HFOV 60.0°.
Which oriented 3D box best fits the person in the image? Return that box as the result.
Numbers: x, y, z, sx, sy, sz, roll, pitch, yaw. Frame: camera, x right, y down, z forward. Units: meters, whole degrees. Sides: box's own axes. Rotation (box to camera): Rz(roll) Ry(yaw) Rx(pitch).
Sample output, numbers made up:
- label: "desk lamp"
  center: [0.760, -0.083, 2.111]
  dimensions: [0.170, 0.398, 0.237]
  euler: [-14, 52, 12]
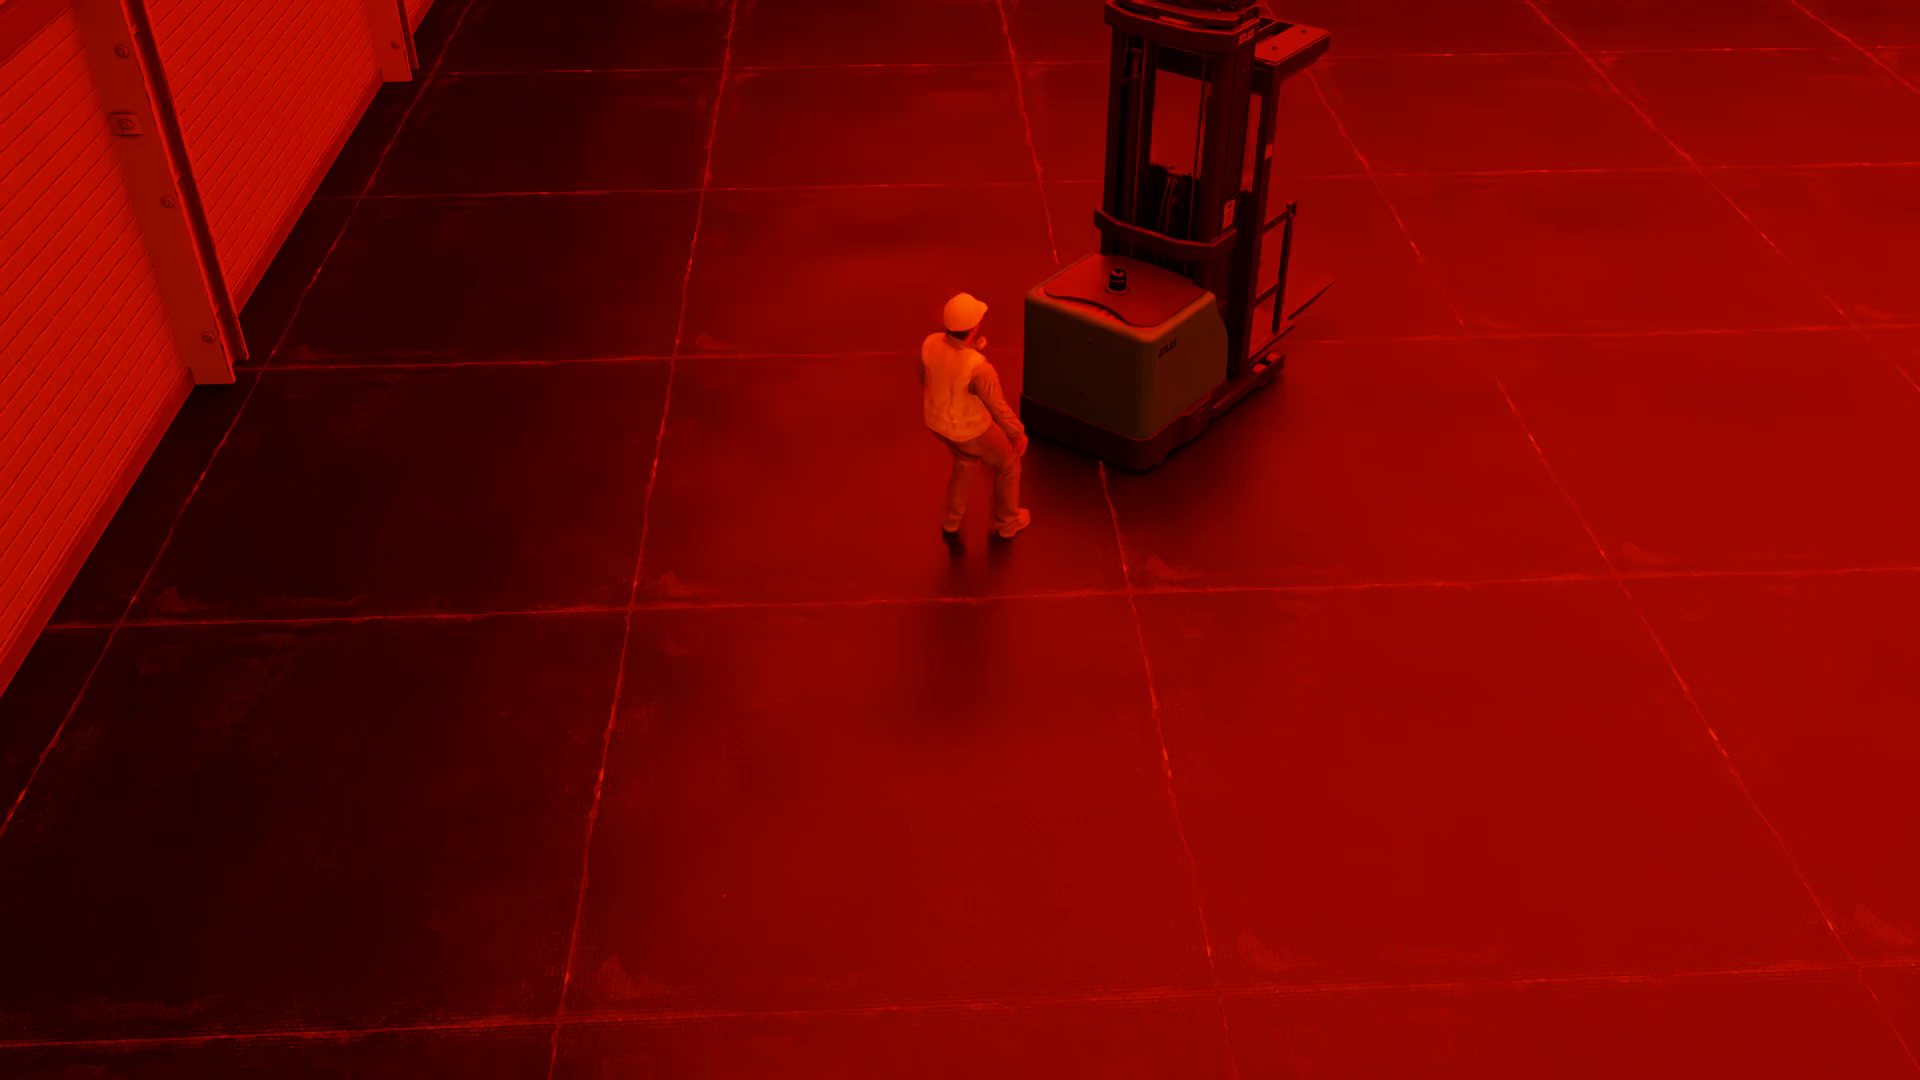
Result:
- label: "person"
  center: [0.130, -0.761, 10.092]
  dimensions: [0.717, 1.718, 0.634]
  euler: [30, 45, 34]

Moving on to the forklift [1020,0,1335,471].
- label: "forklift"
  center: [1.715, -2.451, 11.375]
  dimensions: [1.130, 2.935, 3.031]
  euler: [25, 43, 30]
